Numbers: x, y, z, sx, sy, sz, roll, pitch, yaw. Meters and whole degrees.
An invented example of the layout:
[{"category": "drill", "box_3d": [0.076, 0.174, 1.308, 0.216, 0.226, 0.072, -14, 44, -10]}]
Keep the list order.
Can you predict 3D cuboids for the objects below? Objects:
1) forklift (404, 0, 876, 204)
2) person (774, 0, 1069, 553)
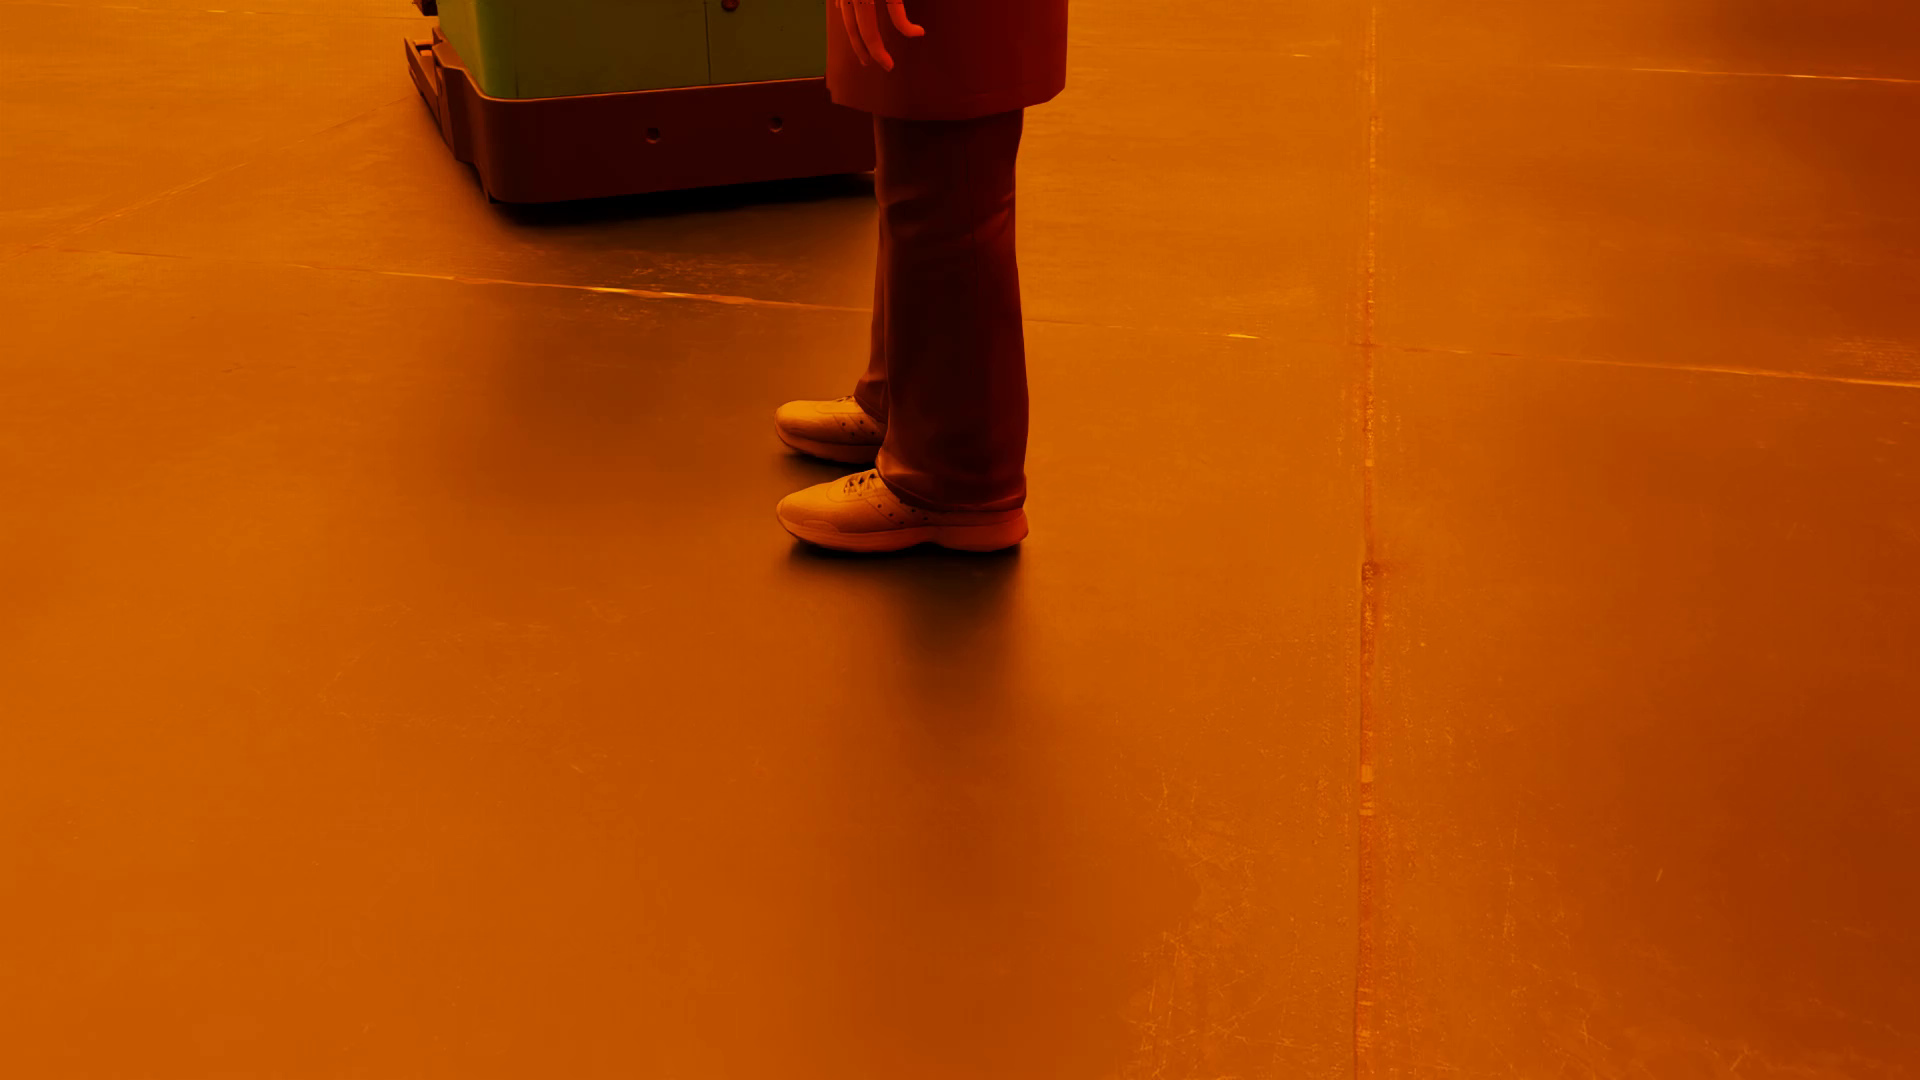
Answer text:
[{"category": "forklift", "box_3d": [-1.147, -2.739, 4.675, 1.130, 2.935, 3.031, -10, 29, -19]}, {"category": "person", "box_3d": [-0.089, -0.811, 2.118, 0.579, 1.778, 0.696, 6, 27, 11]}]
